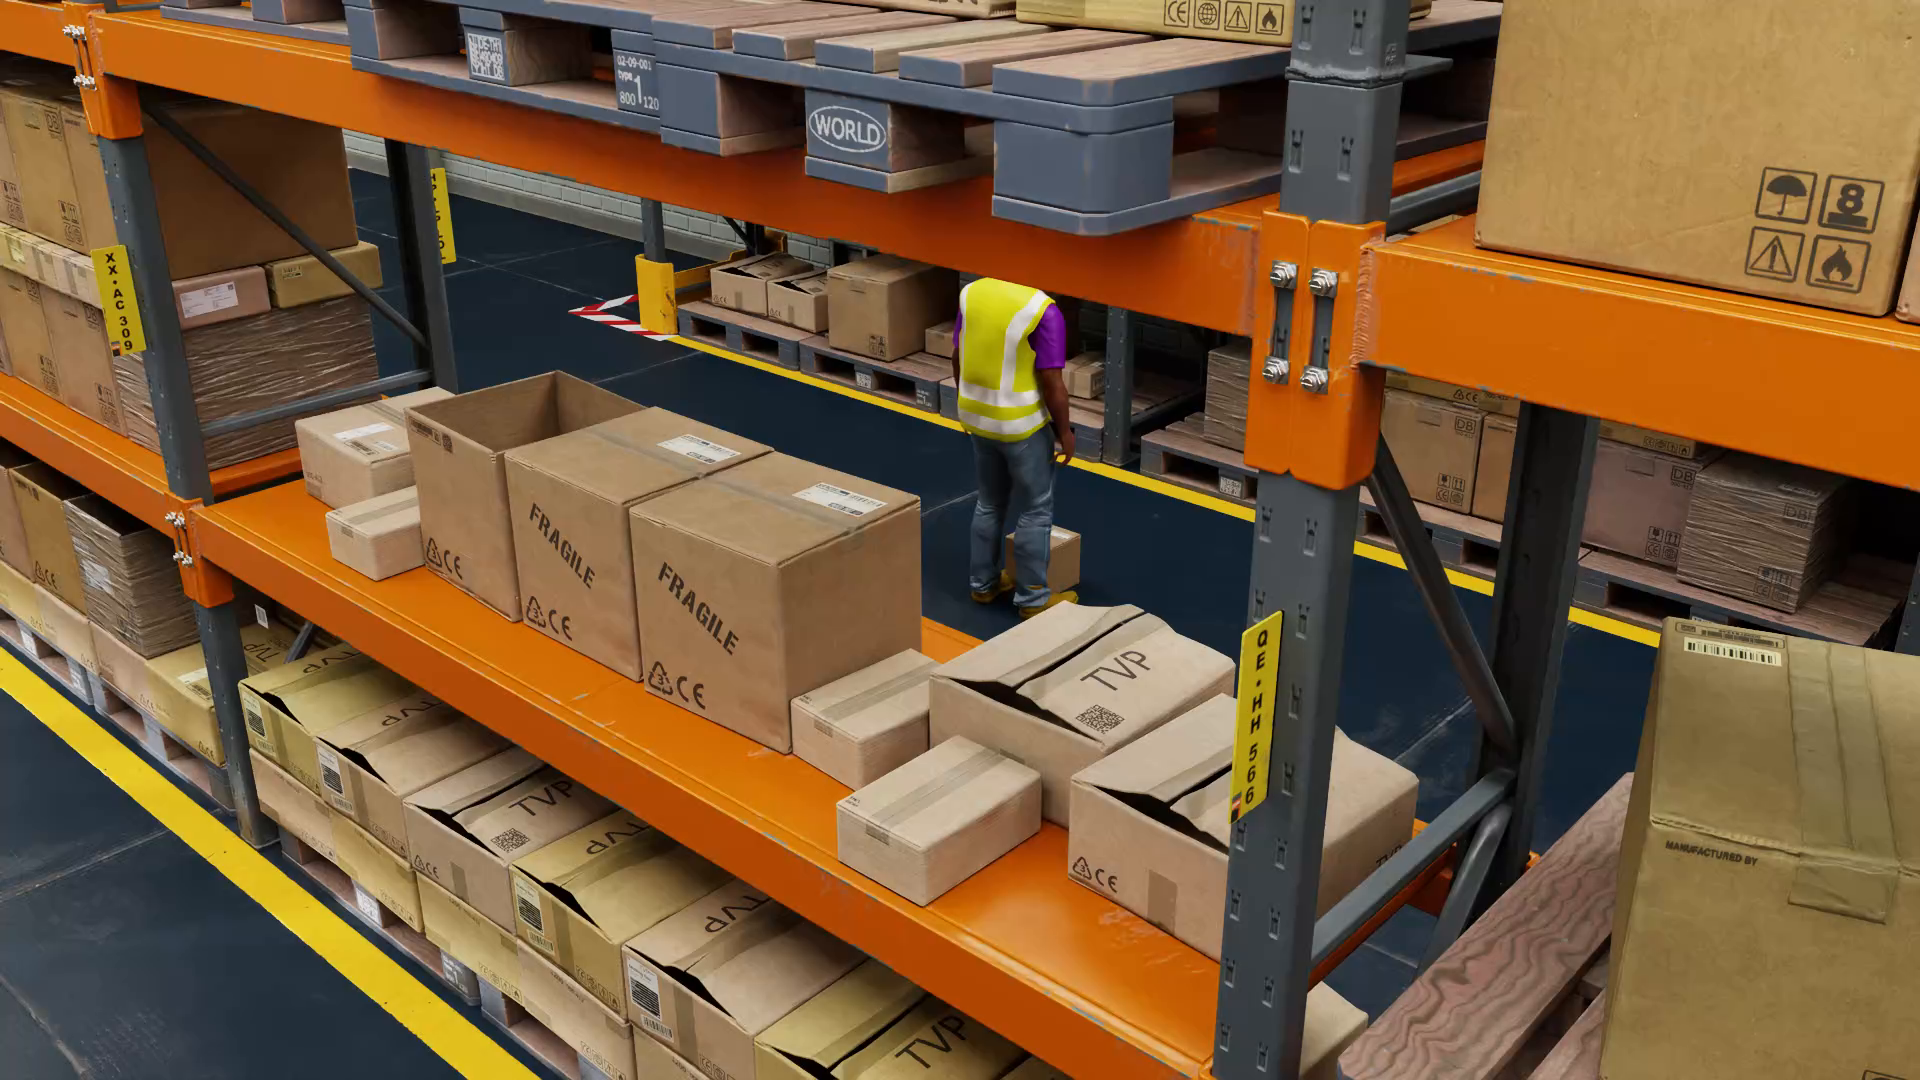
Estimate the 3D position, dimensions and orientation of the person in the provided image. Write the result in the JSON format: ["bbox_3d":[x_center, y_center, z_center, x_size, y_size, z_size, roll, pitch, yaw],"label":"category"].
[{"bbox_3d":[0.241,-0.529,7.278,0.627,1.761,0.460,21,31,39],"label":"person"}]
